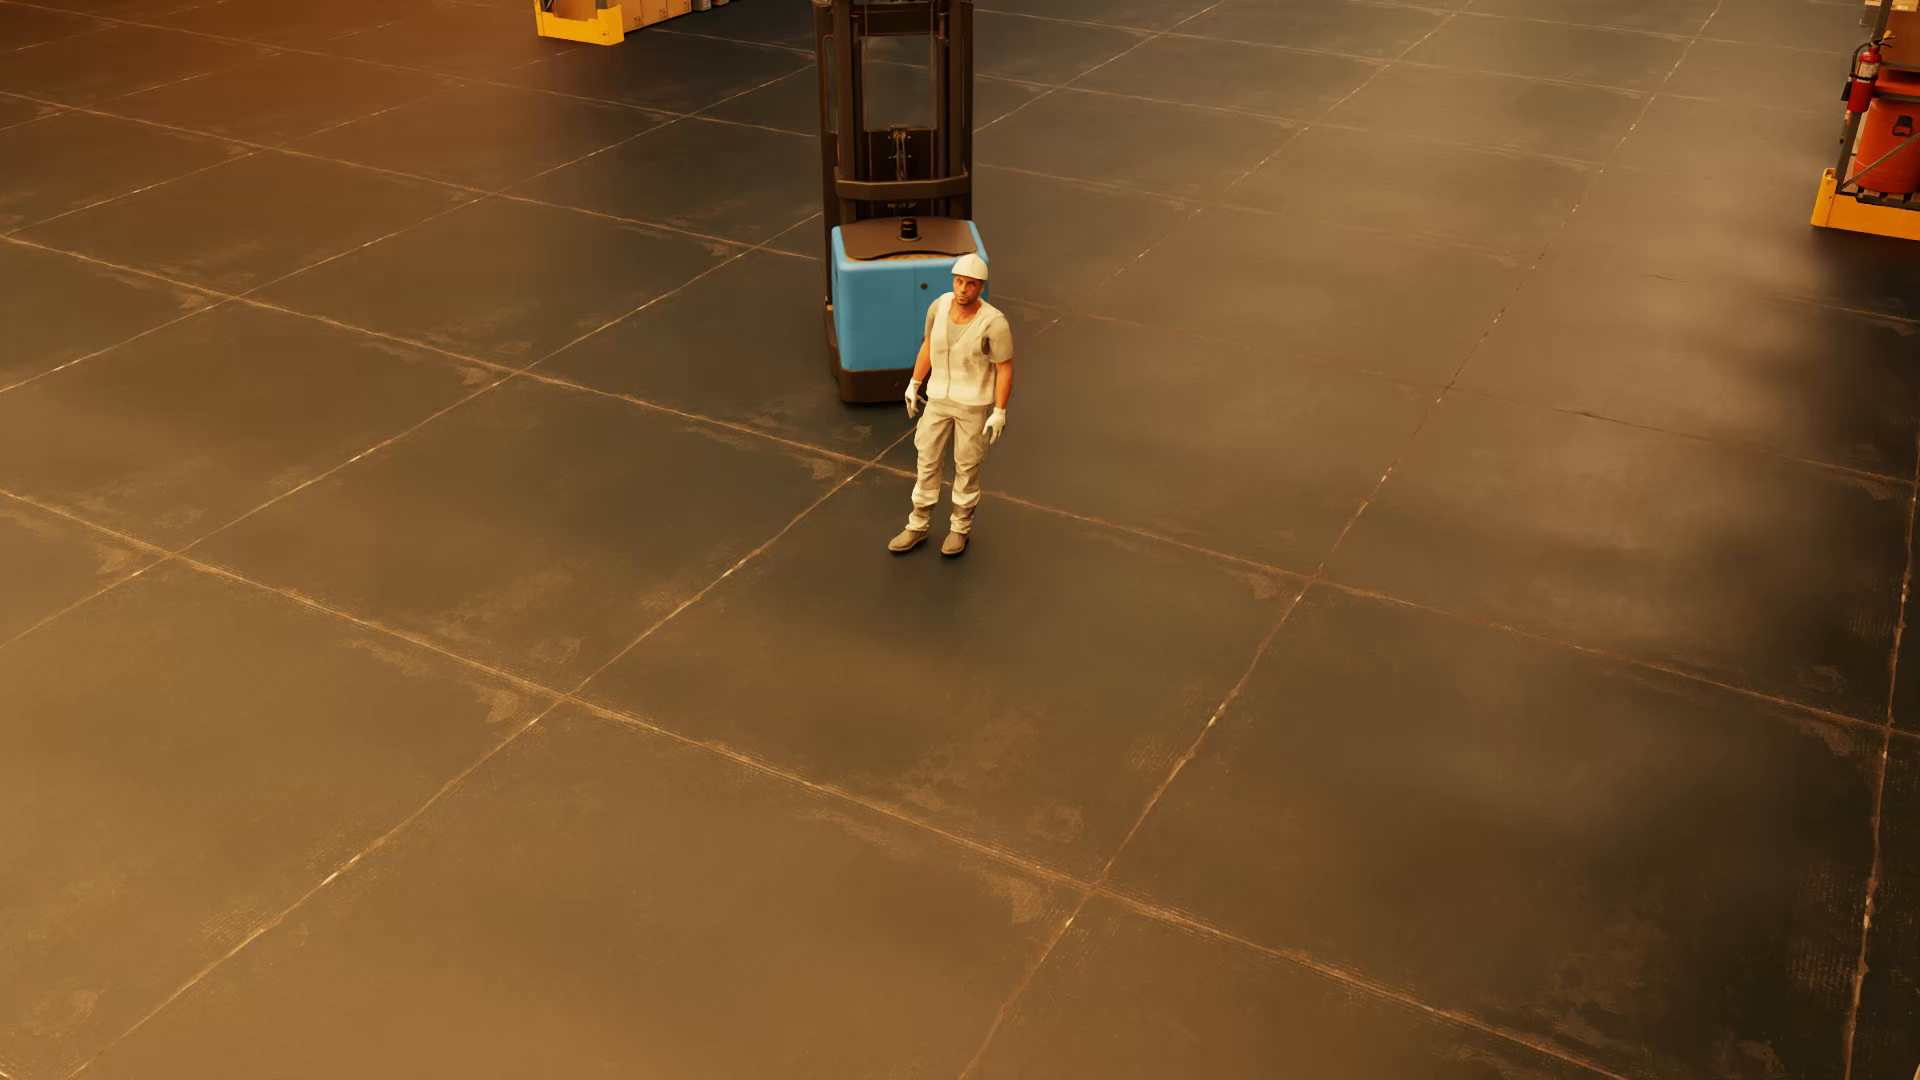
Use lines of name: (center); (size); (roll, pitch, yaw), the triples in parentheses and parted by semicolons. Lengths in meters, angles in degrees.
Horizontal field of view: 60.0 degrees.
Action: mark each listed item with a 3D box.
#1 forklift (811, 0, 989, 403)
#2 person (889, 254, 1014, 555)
forklift: (-0.486, -2.930, 12.148); (1.130, 2.935, 3.031); (-4, 30, -6)
person: (-0.049, -0.749, 9.496); (0.638, 1.787, 0.564); (15, 33, 25)
